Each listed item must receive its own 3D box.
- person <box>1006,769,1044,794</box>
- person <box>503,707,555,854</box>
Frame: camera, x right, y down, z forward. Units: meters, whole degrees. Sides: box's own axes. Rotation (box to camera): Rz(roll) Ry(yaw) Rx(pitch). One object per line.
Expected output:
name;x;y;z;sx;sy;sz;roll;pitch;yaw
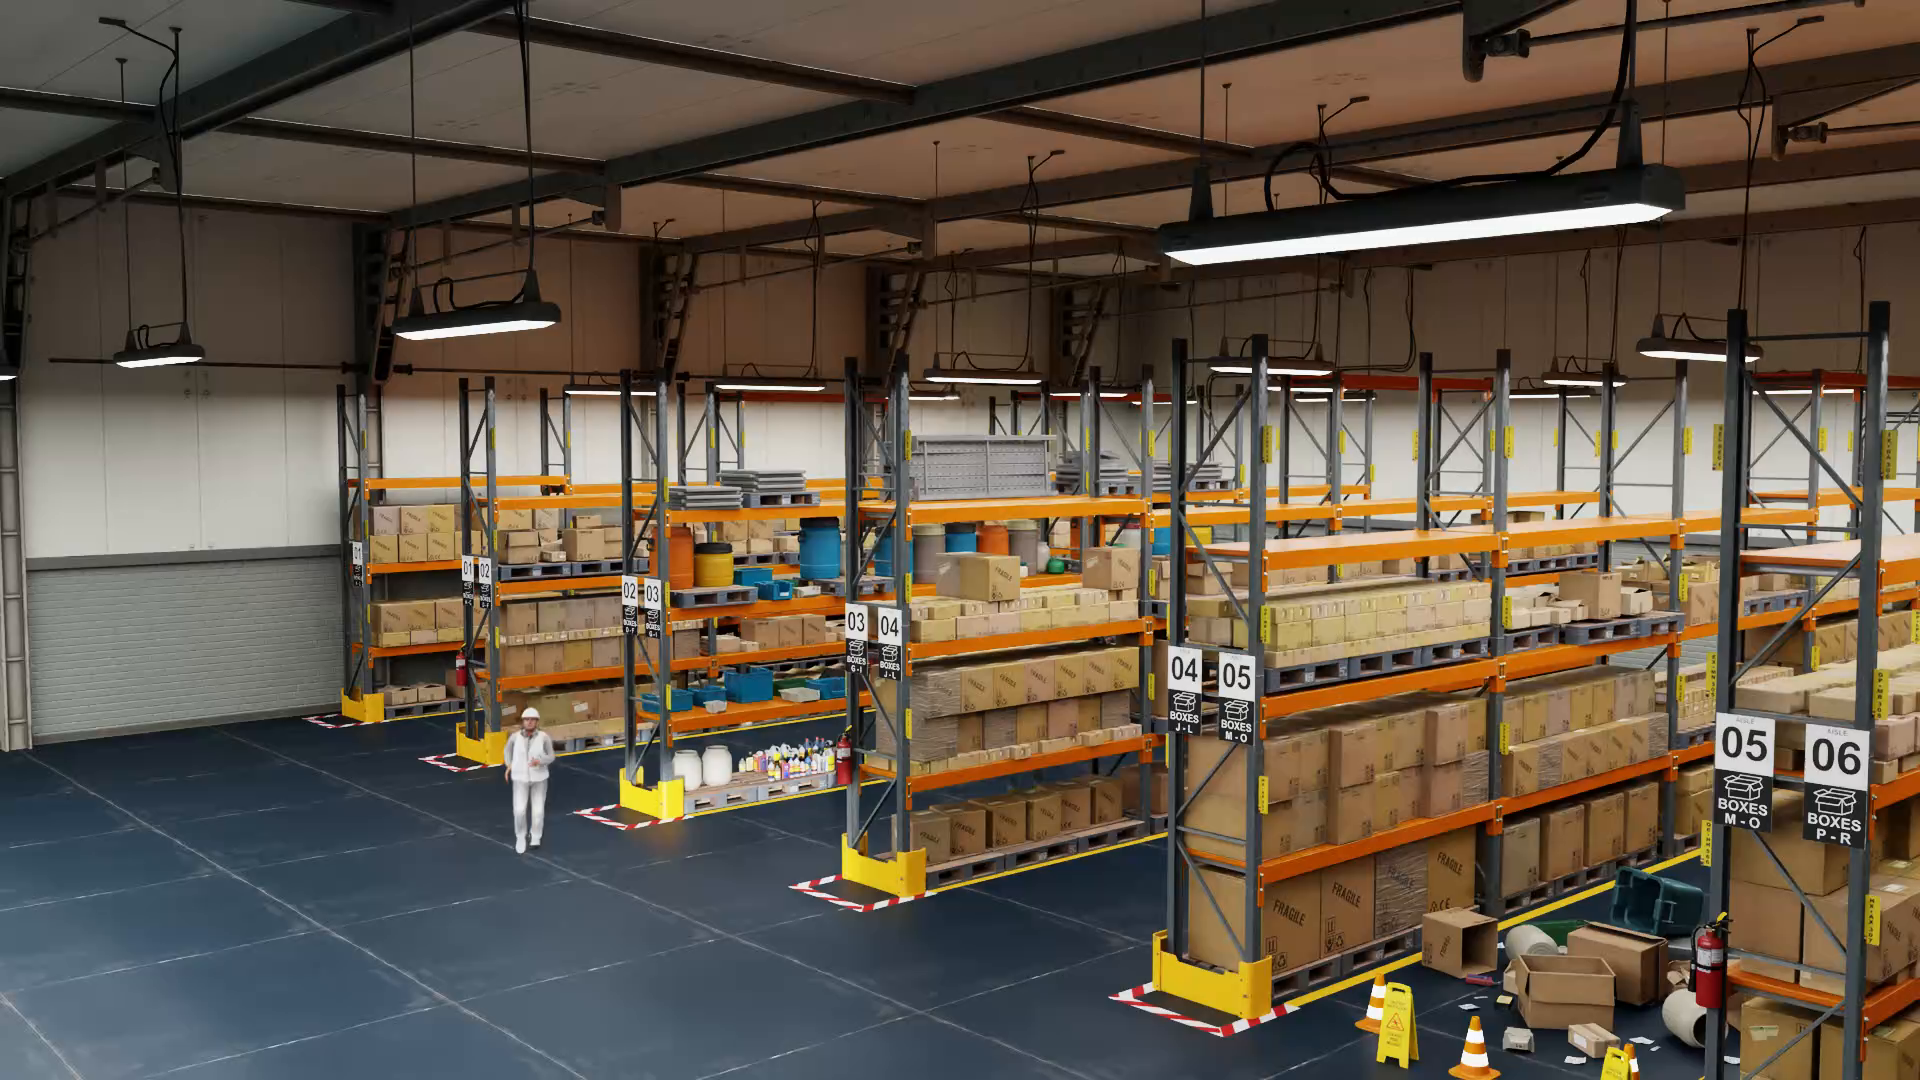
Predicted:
person;0.910;2.764;23.340;0.678;1.824;0.775;3;5;40
person;-5.275;2.947;20.366;0.629;1.782;0.700;-1;4;-12
